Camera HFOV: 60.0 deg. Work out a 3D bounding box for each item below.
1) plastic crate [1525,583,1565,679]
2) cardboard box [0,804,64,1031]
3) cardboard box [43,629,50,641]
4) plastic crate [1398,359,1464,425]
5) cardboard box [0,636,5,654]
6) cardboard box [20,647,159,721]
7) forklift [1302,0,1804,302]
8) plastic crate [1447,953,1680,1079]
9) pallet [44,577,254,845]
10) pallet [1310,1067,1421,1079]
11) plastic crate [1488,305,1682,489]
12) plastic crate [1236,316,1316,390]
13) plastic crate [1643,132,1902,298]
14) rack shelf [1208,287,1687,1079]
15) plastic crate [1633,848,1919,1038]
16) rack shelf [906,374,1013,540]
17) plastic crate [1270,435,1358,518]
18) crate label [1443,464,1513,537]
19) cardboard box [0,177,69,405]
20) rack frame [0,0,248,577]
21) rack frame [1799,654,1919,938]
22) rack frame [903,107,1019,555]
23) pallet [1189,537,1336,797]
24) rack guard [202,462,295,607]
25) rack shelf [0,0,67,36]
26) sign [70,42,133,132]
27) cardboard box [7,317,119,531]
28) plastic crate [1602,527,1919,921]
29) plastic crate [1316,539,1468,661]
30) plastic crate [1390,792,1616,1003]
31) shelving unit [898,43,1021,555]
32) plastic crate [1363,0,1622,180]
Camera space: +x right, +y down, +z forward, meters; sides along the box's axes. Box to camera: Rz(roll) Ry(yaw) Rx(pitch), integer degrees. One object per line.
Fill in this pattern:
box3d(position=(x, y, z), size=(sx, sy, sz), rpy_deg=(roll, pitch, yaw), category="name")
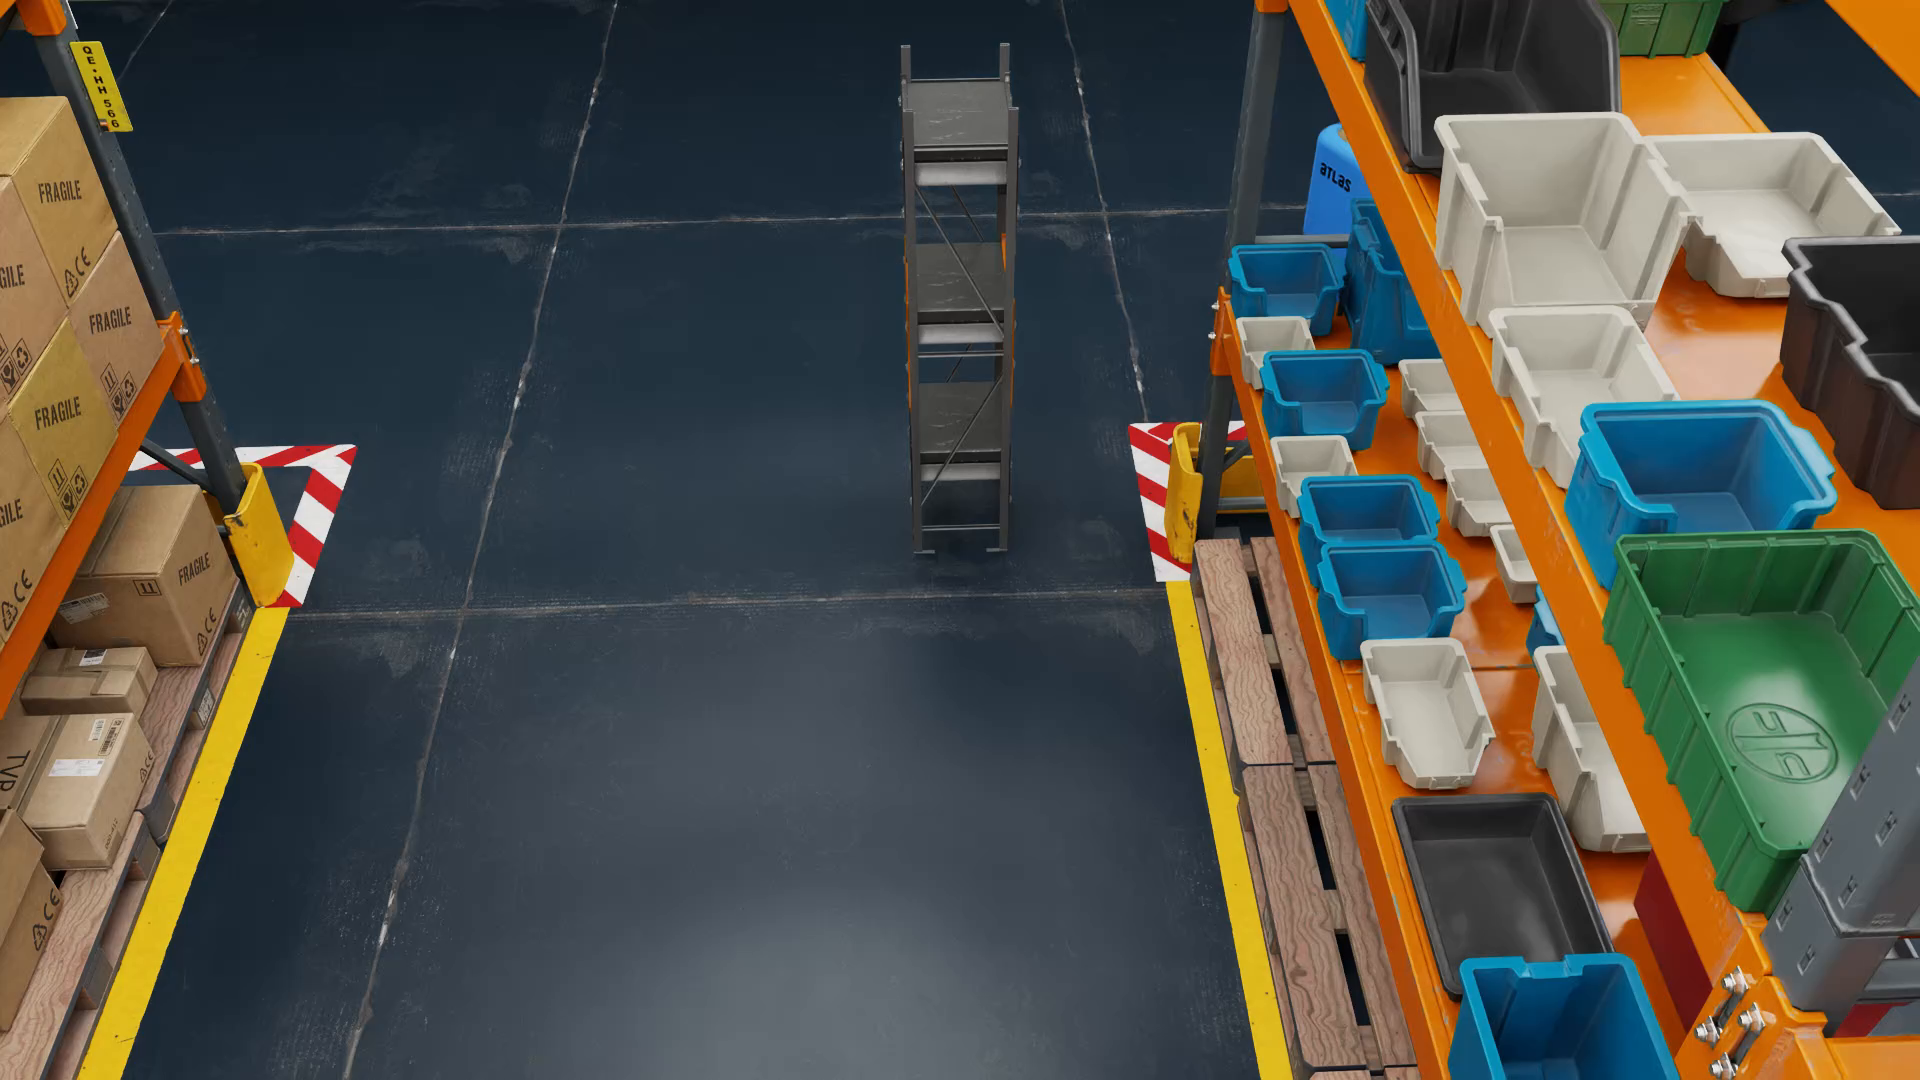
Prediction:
box3d(position=(1.846, 0.301, 4.782), size=(0.416, 0.233, 0.300), rpy_deg=(-2, 43, -2), category="plastic crate")
box3d(position=(-3.361, 1.212, 5.230), size=(0.797, 0.503, 0.637), rpy_deg=(-2, 43, -2), category="cardboard box")
box3d(position=(-3.761, 0.365, 6.403), size=(0.380, 0.166, 0.250), rpy_deg=(-2, 43, -2), category="cardboard box")
box3d(position=(1.718, -0.498, 5.724), size=(0.396, 0.136, 0.243), rpy_deg=(-2, 43, -2), category="plastic crate")
box3d(position=(-3.093, 0.306, 4.622), size=(0.500, 0.500, 0.500), rpy_deg=(-2, 43, -2), category="cardboard box")
box3d(position=(-3.250, 0.540, 6.212), size=(0.380, 0.166, 0.250), rpy_deg=(-2, 43, -2), category="cardboard box")
box3d(position=(2.842, -1.520, 6.739), size=(1.130, 2.935, 3.031), rpy_deg=(-22, 47, -22), category="forklift")
box3d(position=(1.312, 1.261, 3.622), size=(0.392, 0.384, 0.575), rpy_deg=(-2, 43, -2), category="plastic crate")
box3d(position=(-3.408, 0.639, 6.397), size=(1.003, 0.211, 1.213), rpy_deg=(-2, 43, -2), category="pallet")
box3d(position=(1.603, 2.115, 4.786), size=(1.003, 0.211, 1.213), rpy_deg=(-2, 43, -2), category="pallet")
box3d(position=(1.238, -0.274, 3.304), size=(0.293, 0.136, 0.466), rpy_deg=(-2, 43, -2), category="plastic crate")
box3d(position=(1.115, -0.648, 5.888), size=(0.250, 0.136, 0.298), rpy_deg=(-2, 43, -2), category="plastic crate")
box3d(position=(1.838, -0.739, 3.811), size=(0.437, 0.136, 0.530), rpy_deg=(-2, 43, -2), category="plastic crate")
box3d(position=(1.588, 0.497, 5.020), size=(1.077, 0.370, 4.000), rpy_deg=(-2, 43, -2), category="rack shelf")
box3d(position=(1.885, 0.927, 3.927), size=(0.402, 0.464, 0.583), rpy_deg=(-2, 43, -2), category="plastic crate")
box3d(position=(-0.007, -0.360, 7.145), size=(0.431, 0.518, 0.480), rpy_deg=(-2, 43, -2), category="rack shelf")
box3d(position=(1.144, -0.190, 5.388), size=(0.250, 0.136, 0.298), rpy_deg=(-2, 43, -2), category="plastic crate")
box3d(position=(1.752, -0.114, 5.306), size=(0.396, 0.136, 0.243), rpy_deg=(-2, 43, -2), category="crate label")
box3d(position=(-3.130, -0.750, 5.035), size=(0.500, 0.500, 0.500), rpy_deg=(-1, 43, -1), category="cardboard box")
box3d(position=(-3.446, -0.979, 6.098), size=(1.000, 3.000, 0.127), rpy_deg=(-2, 43, -2), category="rack frame")
box3d(position=(1.673, -0.629, 1.277), size=(1.000, 3.000, 0.127), rpy_deg=(-2, 43, -2), category="rack frame")
box3d(position=(0.003, -0.721, 6.483), size=(0.400, 2.100, 0.015), rpy_deg=(-2, 43, -2), category="rack frame")
box3d(position=(1.499, 0.468, 6.584), size=(1.003, 0.211, 1.213), rpy_deg=(-2, 43, -2), category="pallet")
box3d(position=(-3.443, -0.006, 6.886), size=(1.175, 0.500, 0.348), rpy_deg=(-2, 43, -2), category="rack guard")
box3d(position=(-3.361, -0.469, 3.854), size=(1.077, 0.370, 4.000), rpy_deg=(-2, 43, -2), category="rack shelf")
box3d(position=(-2.891, -1.524, 5.602), size=(0.100, 0.325, 0.005), rpy_deg=(-2, 43, -2), category="sign")
box3d(position=(-3.130, -0.371, 5.360), size=(0.500, 0.500, 0.500), rpy_deg=(-1, 43, -1), category="cardboard box")
box3d(position=(1.353, 0.277, 2.665), size=(0.450, 0.188, 0.662), rpy_deg=(-2, 43, -2), category="plastic crate")
box3d(position=(1.253, 0.189, 4.903), size=(0.416, 0.233, 0.300), rpy_deg=(-2, 43, -2), category="plastic crate")
box3d(position=(1.357, 0.914, 4.193), size=(0.437, 0.125, 0.590), rpy_deg=(-2, 43, -2), category="plastic crate")
box3d(position=(-0.007, -0.886, 6.662), size=(0.431, 2.100, 0.503), rpy_deg=(-2, 43, -2), category="shelving unit")
box3d(position=(1.293, -1.162, 4.124), size=(0.504, 0.338, 0.767), rpy_deg=(-2, 43, -2), category="plastic crate")
